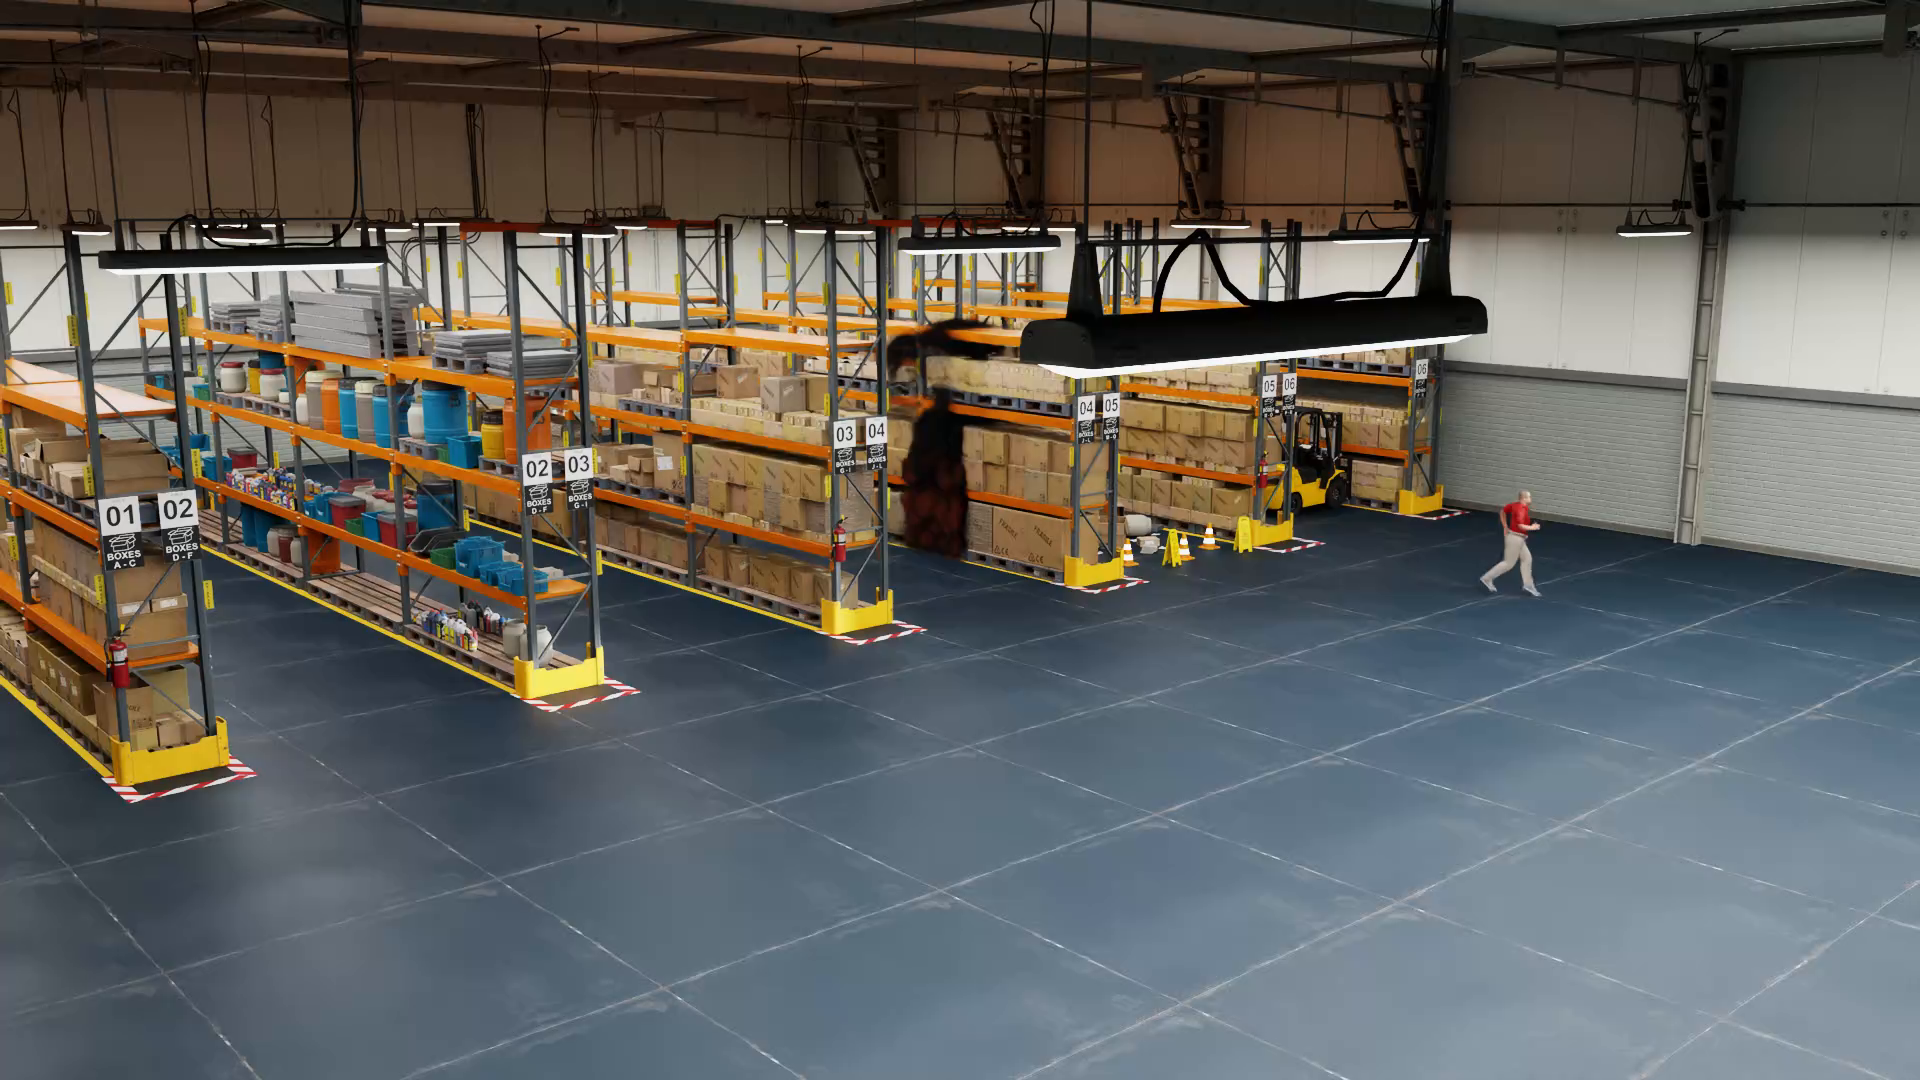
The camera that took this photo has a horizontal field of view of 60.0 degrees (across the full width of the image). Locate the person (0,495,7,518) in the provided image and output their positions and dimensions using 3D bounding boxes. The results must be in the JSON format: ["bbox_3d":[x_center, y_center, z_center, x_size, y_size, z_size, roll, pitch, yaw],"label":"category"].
[{"bbox_3d":[-18.347,-0.756,31.505,0.617,1.698,0.623,2,12,8],"label":"person"}]

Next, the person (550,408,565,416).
[{"bbox_3d":[-9.531,-2.457,39.531,0.723,1.793,0.890,-1,11,-4],"label":"person"}]

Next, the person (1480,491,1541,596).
[{"bbox_3d":[9.079,0.059,27.279,0.995,1.766,0.687,2,12,9],"label":"person"}]
